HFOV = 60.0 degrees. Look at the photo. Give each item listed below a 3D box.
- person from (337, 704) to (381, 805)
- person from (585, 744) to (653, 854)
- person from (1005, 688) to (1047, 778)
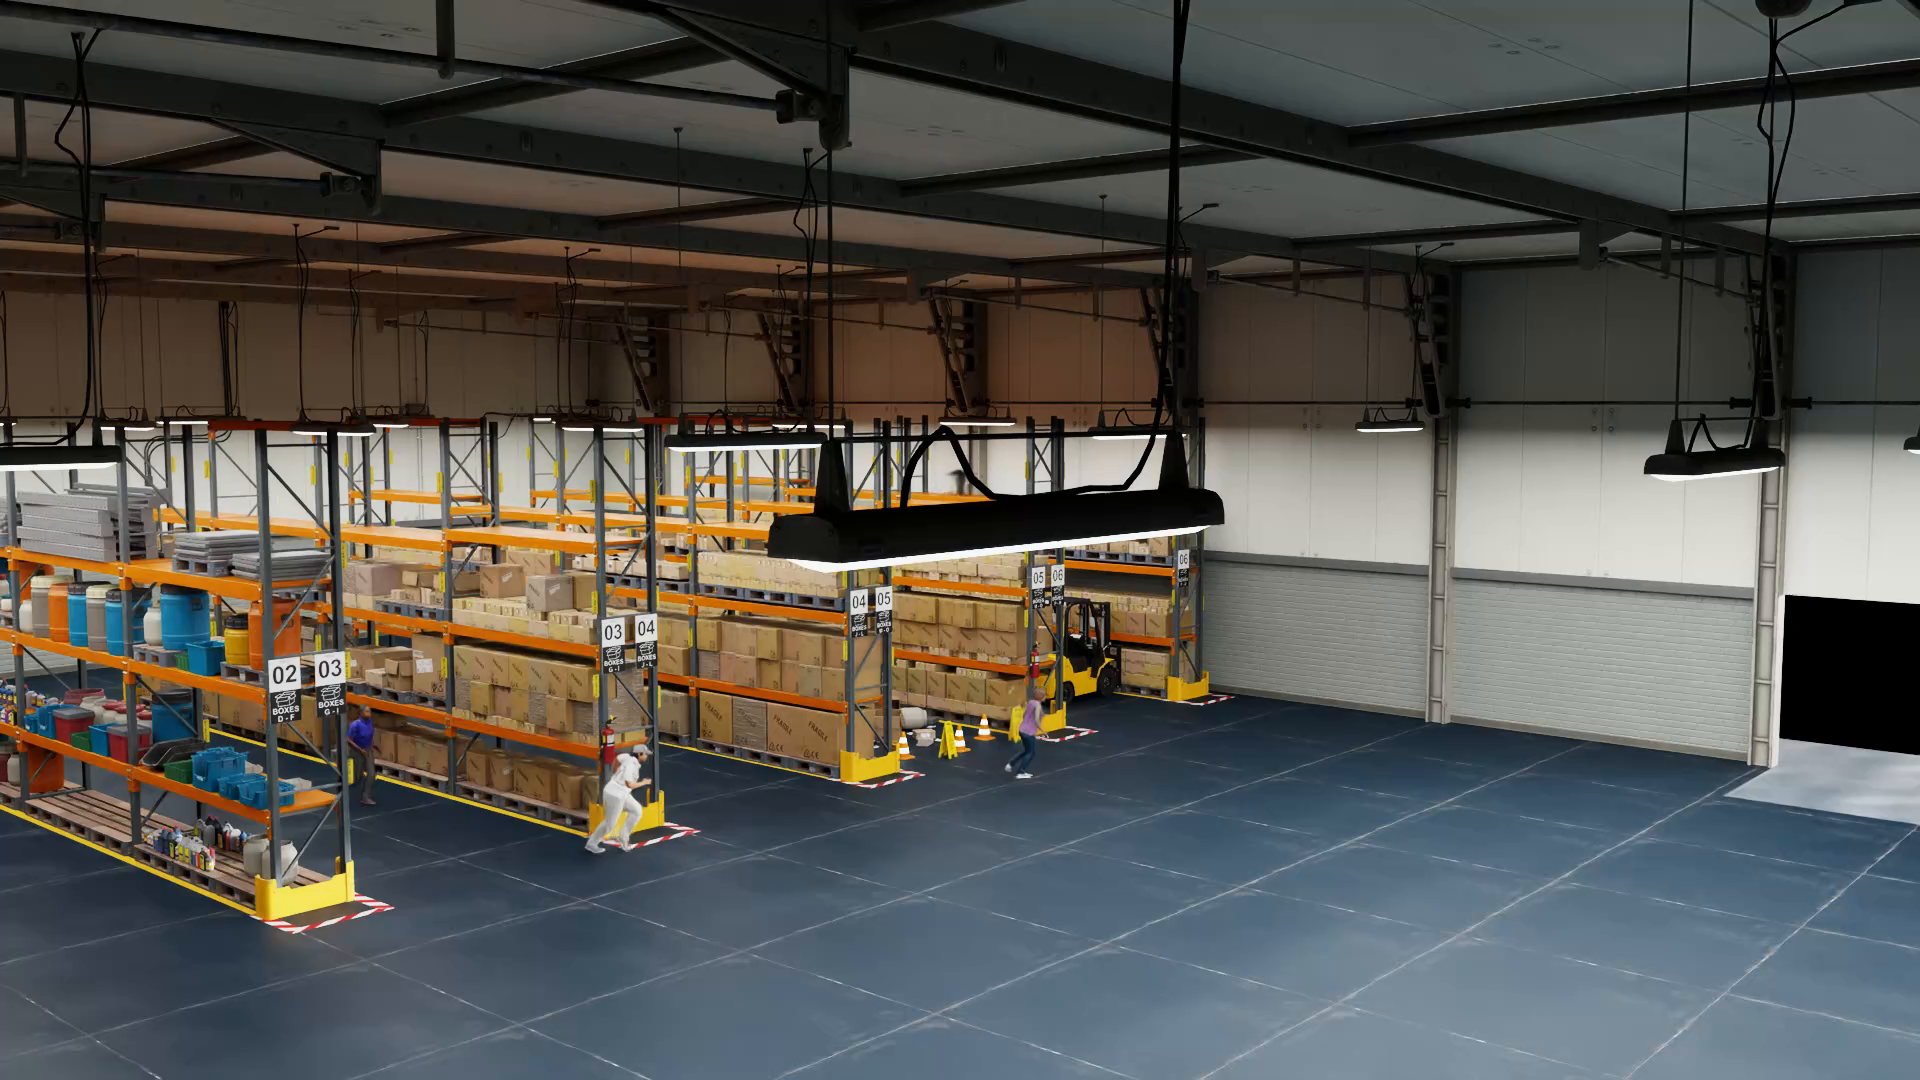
[{"bbox_3d":[-9.497,3.364,26.187,0.727,1.608,0.575,2,5,27],"label":"person"},{"bbox_3d":[-4.790,3.643,23.355,0.960,1.569,0.643,-1,5,-10],"label":"person"},{"bbox_3d":[1.119,3.252,27.933,0.688,1.519,0.512,-1,5,-17],"label":"person"}]
